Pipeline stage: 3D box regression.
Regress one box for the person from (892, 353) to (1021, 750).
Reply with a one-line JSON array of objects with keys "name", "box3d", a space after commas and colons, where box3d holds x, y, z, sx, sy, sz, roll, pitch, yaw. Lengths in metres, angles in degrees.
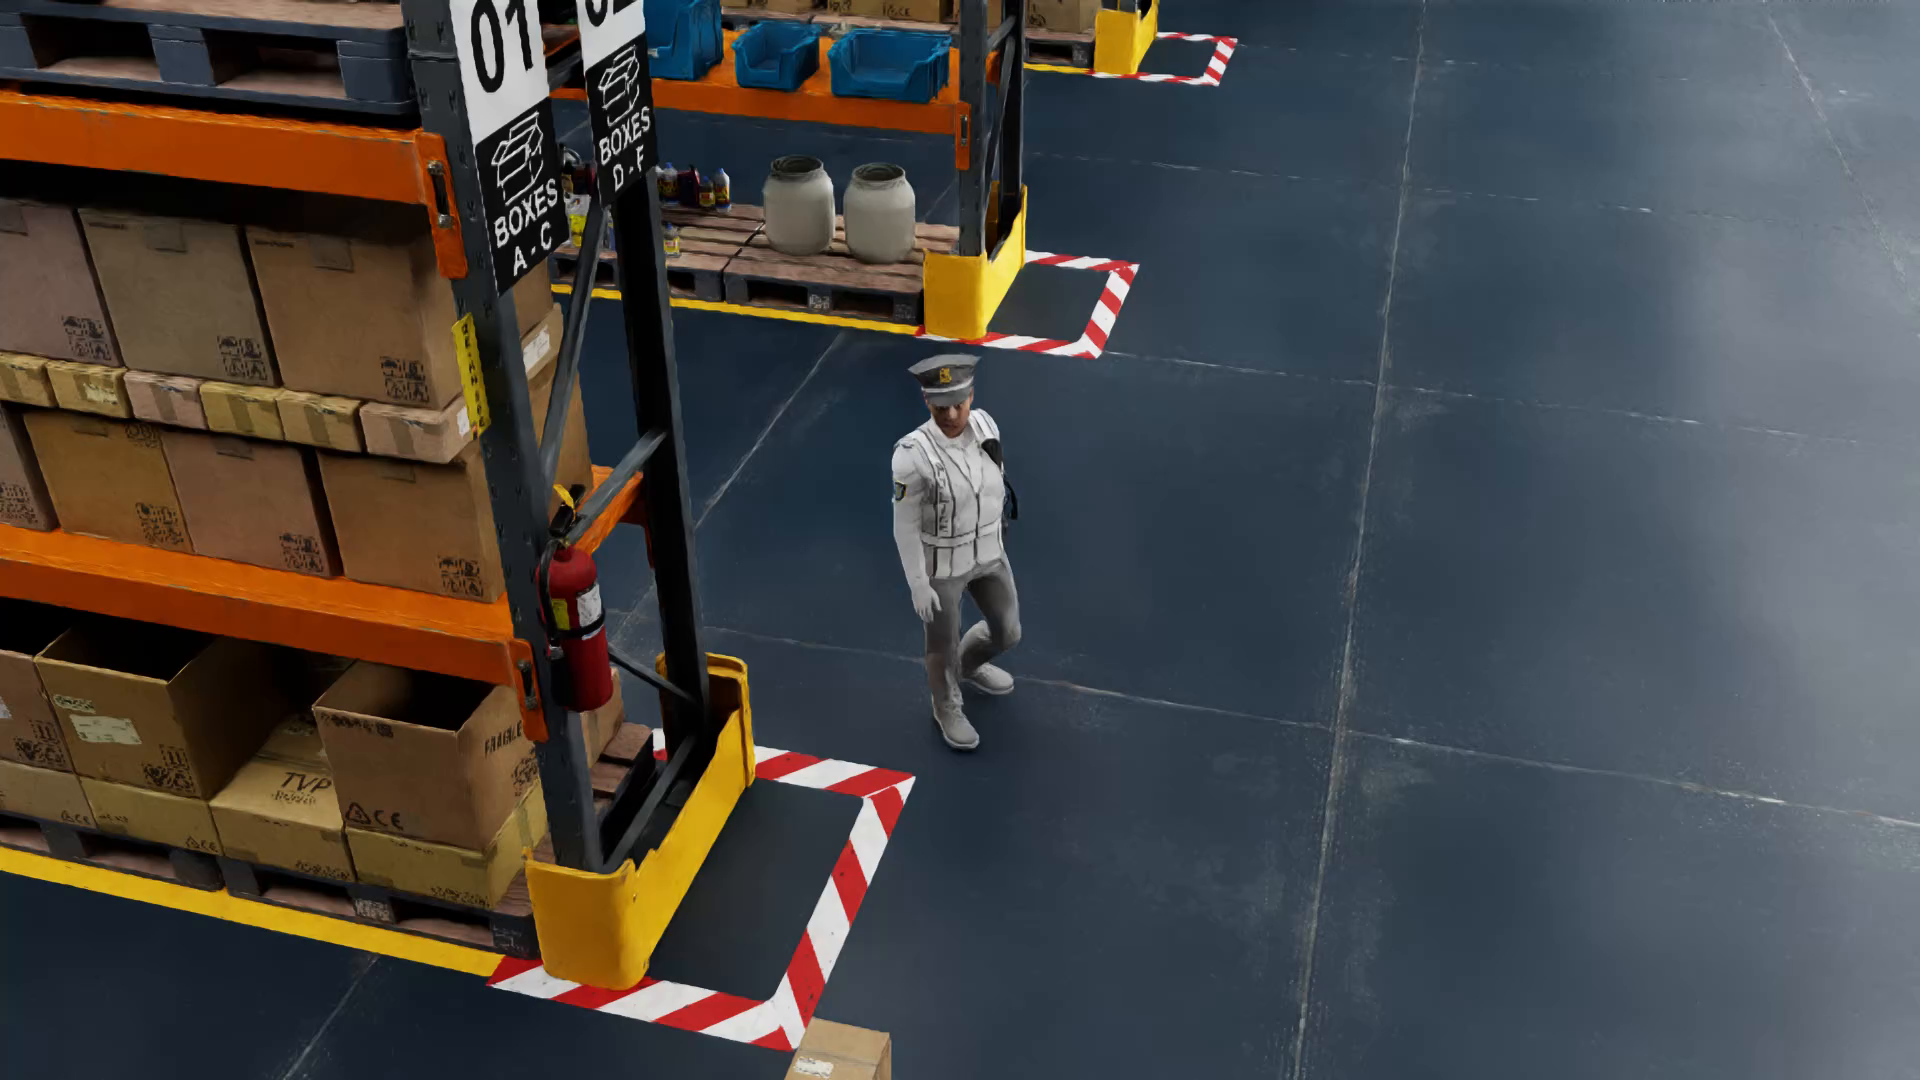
[{"name": "person", "box3d": [-0.008, 0.032, 6.060, 0.593, 1.670, 0.447, -21, 39, -29]}]
